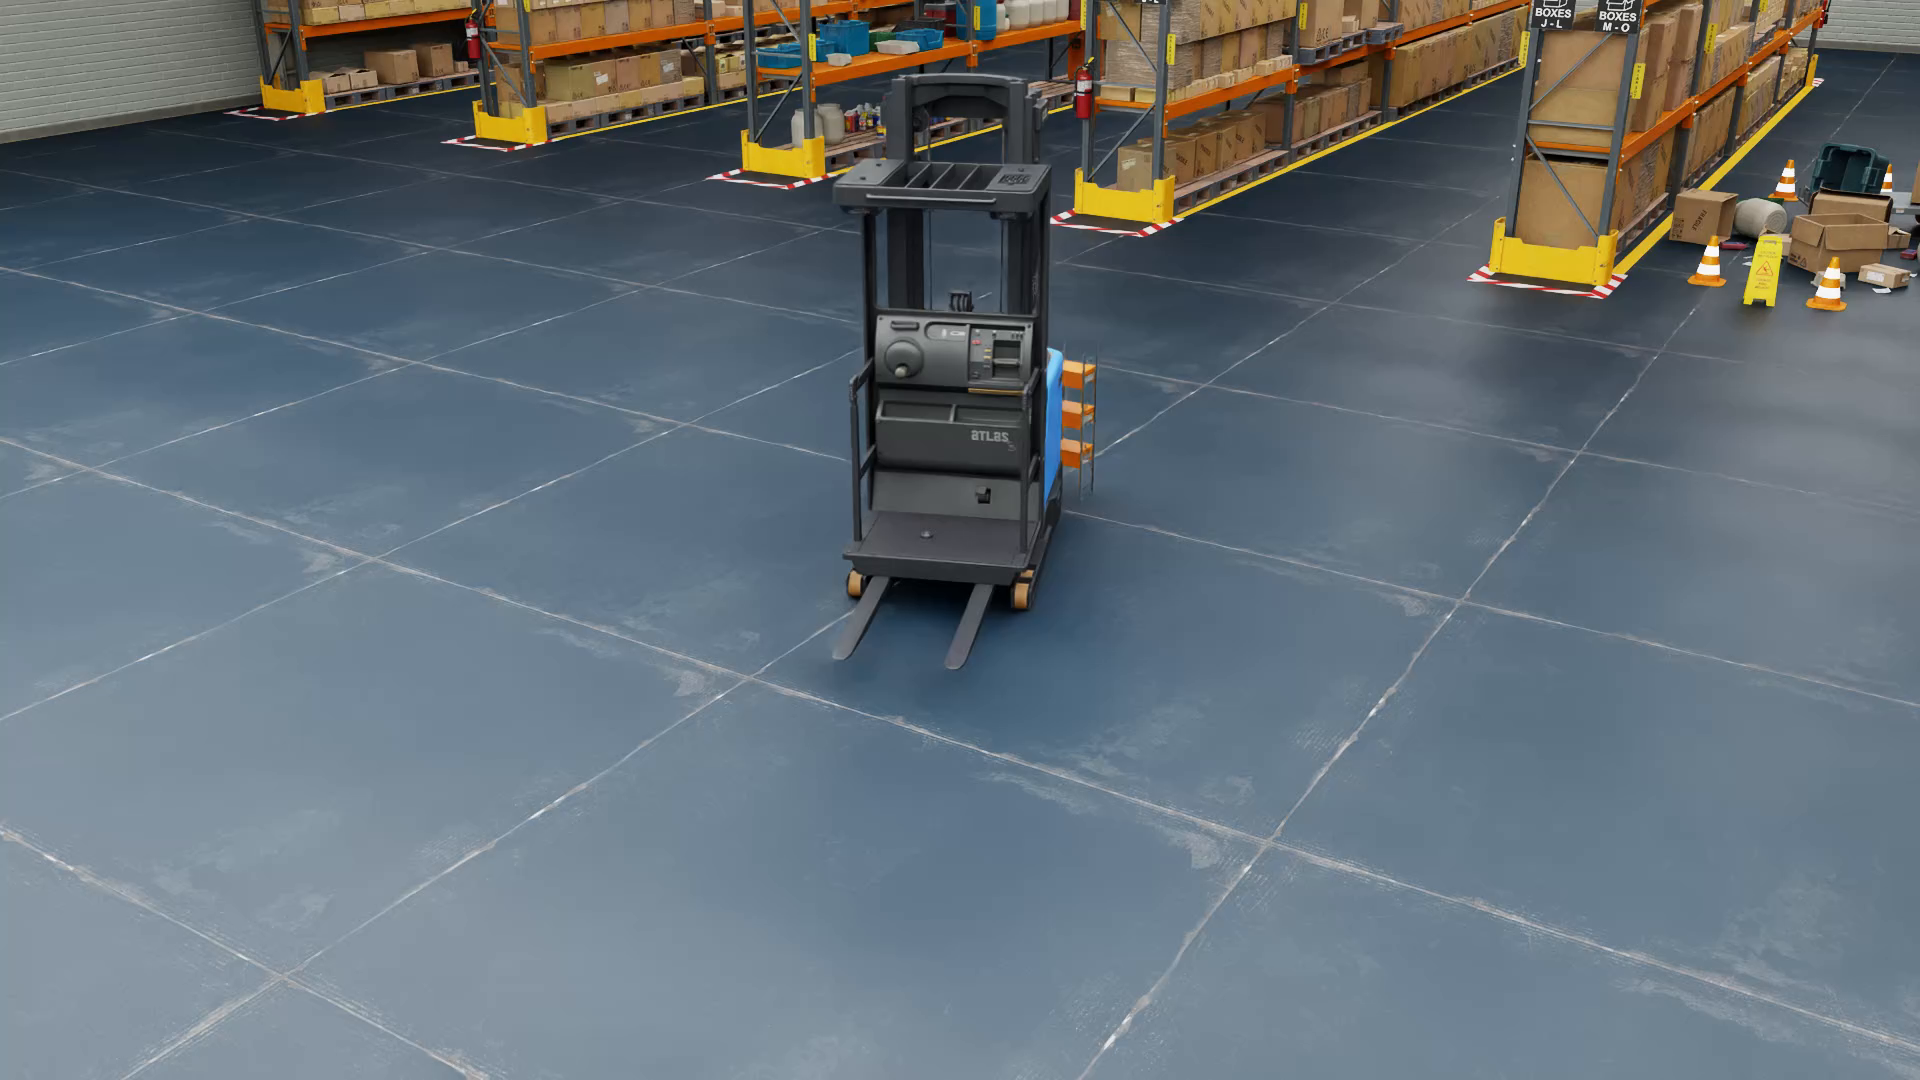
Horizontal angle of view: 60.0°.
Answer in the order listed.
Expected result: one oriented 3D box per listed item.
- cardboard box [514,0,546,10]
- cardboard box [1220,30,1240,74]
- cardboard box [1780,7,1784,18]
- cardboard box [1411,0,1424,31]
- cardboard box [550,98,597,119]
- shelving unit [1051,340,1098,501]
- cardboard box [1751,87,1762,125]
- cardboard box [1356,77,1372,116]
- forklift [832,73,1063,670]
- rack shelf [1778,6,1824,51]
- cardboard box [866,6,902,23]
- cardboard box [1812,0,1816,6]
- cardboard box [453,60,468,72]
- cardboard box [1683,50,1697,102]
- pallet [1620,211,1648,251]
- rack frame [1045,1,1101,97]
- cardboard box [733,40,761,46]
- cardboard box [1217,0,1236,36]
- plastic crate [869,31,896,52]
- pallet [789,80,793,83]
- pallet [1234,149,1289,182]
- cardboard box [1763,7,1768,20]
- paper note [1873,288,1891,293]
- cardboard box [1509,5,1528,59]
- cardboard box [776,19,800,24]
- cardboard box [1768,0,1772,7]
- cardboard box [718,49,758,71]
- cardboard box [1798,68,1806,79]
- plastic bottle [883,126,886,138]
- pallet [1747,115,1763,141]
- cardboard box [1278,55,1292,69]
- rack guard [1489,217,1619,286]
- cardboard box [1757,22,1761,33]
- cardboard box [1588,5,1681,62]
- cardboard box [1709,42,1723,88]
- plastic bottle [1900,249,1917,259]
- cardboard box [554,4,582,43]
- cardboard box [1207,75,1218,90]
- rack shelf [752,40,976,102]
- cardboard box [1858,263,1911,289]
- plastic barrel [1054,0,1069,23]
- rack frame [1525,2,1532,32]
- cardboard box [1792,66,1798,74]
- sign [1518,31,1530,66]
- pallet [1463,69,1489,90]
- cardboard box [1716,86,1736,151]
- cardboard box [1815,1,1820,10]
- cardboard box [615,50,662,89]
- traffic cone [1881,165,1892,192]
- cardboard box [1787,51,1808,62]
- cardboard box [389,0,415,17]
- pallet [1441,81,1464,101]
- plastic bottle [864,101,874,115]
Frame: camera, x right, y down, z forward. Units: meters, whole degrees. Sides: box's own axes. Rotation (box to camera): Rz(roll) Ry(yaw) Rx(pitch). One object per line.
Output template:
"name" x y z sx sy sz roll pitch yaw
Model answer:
"cardboard box" -6.145 -7.678 23.768 0.380 0.149 0.250 14 27 29
"cardboard box" 2.929 -6.052 20.454 0.875 0.500 0.500 14 27 29
"cardboard box" 12.328 -8.048 25.353 0.380 0.149 0.250 13 27 28
"cardboard box" 6.857 -8.197 25.784 0.500 0.500 0.500 13 27 28
"cardboard box" -5.802 -6.482 24.880 0.500 0.250 0.500 14 27 29
"shelving unit" 0.763 -0.807 11.291 0.252 1.050 0.215 14 27 29
"cardboard box" 11.379 -6.372 24.311 0.500 0.500 0.500 13 27 28
"cardboard box" 5.763 -6.694 25.031 0.700 0.500 0.500 12 26 26
"forklift" -0.072 -1.085 9.566 1.130 2.935 3.031 4 24 9
"rack shelf" 13.425 -8.491 27.495 1.077 0.370 4.000 14 27 29
"cardboard box" -1.459 -10.077 31.901 0.500 0.250 0.500 13 27 28
"cardboard box" 13.926 -9.127 27.558 0.500 0.500 0.500 14 27 29
"cardboard box" -8.892 -8.349 29.272 0.380 0.166 0.250 10 25 22
"cardboard box" 7.965 -5.388 19.232 0.875 0.550 0.550 14 27 29
"pallet" 7.039 -3.513 18.599 1.003 0.211 1.213 14 27 29
"rack frame" 1.891 -8.908 27.551 1.000 3.000 0.127 14 27 29
"cardboard box" -3.652 -8.496 28.826 0.500 0.311 0.500 13 27 28
"cardboard box" 2.933 -6.276 19.713 0.500 0.500 0.500 14 27 29
"plastic crate" -1.174 -7.062 23.553 0.450 0.188 0.662 14 27 29
"pallet" -2.782 -8.398 29.883 1.003 0.211 1.213 14 27 29
"pallet" 3.665 -5.006 22.048 1.003 0.211 1.213 14 27 29
"cardboard box" 11.363 -7.566 23.866 0.380 0.149 0.250 14 27 28
"paper note" 9.106 -2.467 16.410 0.148 0.019 0.142 5 24 11
"cardboard box" 10.050 -9.555 31.192 0.875 0.875 0.875 14 27 29
"cardboard box" -3.934 -11.611 36.412 0.700 0.500 0.500 14 27 30
"cardboard box" 11.495 -7.790 24.007 0.380 0.149 0.250 13 27 28
"cardboard box" -3.727 -8.040 27.774 0.500 0.311 0.500 14 27 28
"cardboard box" 14.330 -8.052 28.633 0.380 0.149 0.250 15 27 31
"plastic bottle" -1.053 -5.707 23.126 0.097 0.201 0.097 0 23 0
"pallet" 11.318 -6.190 24.784 1.003 0.211 1.213 14 27 29
"cardboard box" 4.126 -6.270 21.775 0.380 0.149 0.250 14 27 29
"rack guard" 6.027 -2.941 16.915 1.175 0.500 0.348 14 27 29
"cardboard box" 11.092 -7.256 23.522 0.380 0.149 0.250 15 28 31
"cardboard box" 7.333 -5.530 18.200 0.875 0.550 0.550 14 27 29
"cardboard box" 8.921 -5.784 20.209 0.500 0.500 0.500 14 27 29
"plastic bottle" 10.134 -3.052 17.723 0.133 0.061 0.283 20 30 38
"cardboard box" -6.005 -7.626 24.464 0.700 0.500 0.500 15 27 30
"cardboard box" 2.886 -5.524 20.051 0.380 0.149 0.250 14 27 29
"rack shelf" -1.274 -6.553 23.016 1.077 0.370 4.000 14 27 29
"cardboard box" 9.273 -2.650 16.685 0.250 0.149 0.380 -12 26 -26
"plastic barrel" 1.530 -8.567 26.624 0.421 0.512 0.421 0 23 0
"rack frame" 10.319 -10.570 31.391 1.000 3.000 0.127 14 27 29
"cardboard box" 13.758 -7.844 27.778 0.380 0.149 0.250 15 28 32
"sign" 5.586 -4.855 16.433 0.100 0.325 0.005 14 27 29
"pallet" 8.677 -8.181 29.381 1.003 0.211 1.213 14 27 29
"cardboard box" 9.862 -5.770 22.606 1.050 0.750 0.750 13 27 28
"cardboard box" 14.548 -9.212 28.570 0.380 0.149 0.250 14 27 29
"cardboard box" -5.018 -7.334 25.904 0.500 0.500 0.500 14 27 29
"traffic cone" 11.177 -4.298 20.096 0.336 0.463 0.334 14 27 29
"cardboard box" 14.206 -8.235 28.309 0.380 0.149 0.250 13 27 28
"cardboard box" -9.414 -8.842 27.561 0.500 0.250 0.500 14 27 29
"pallet" 7.866 -7.664 28.188 1.003 0.211 1.213 14 27 29
"plastic bottle" -1.321 -6.151 23.964 0.144 0.351 0.185 14 27 29
